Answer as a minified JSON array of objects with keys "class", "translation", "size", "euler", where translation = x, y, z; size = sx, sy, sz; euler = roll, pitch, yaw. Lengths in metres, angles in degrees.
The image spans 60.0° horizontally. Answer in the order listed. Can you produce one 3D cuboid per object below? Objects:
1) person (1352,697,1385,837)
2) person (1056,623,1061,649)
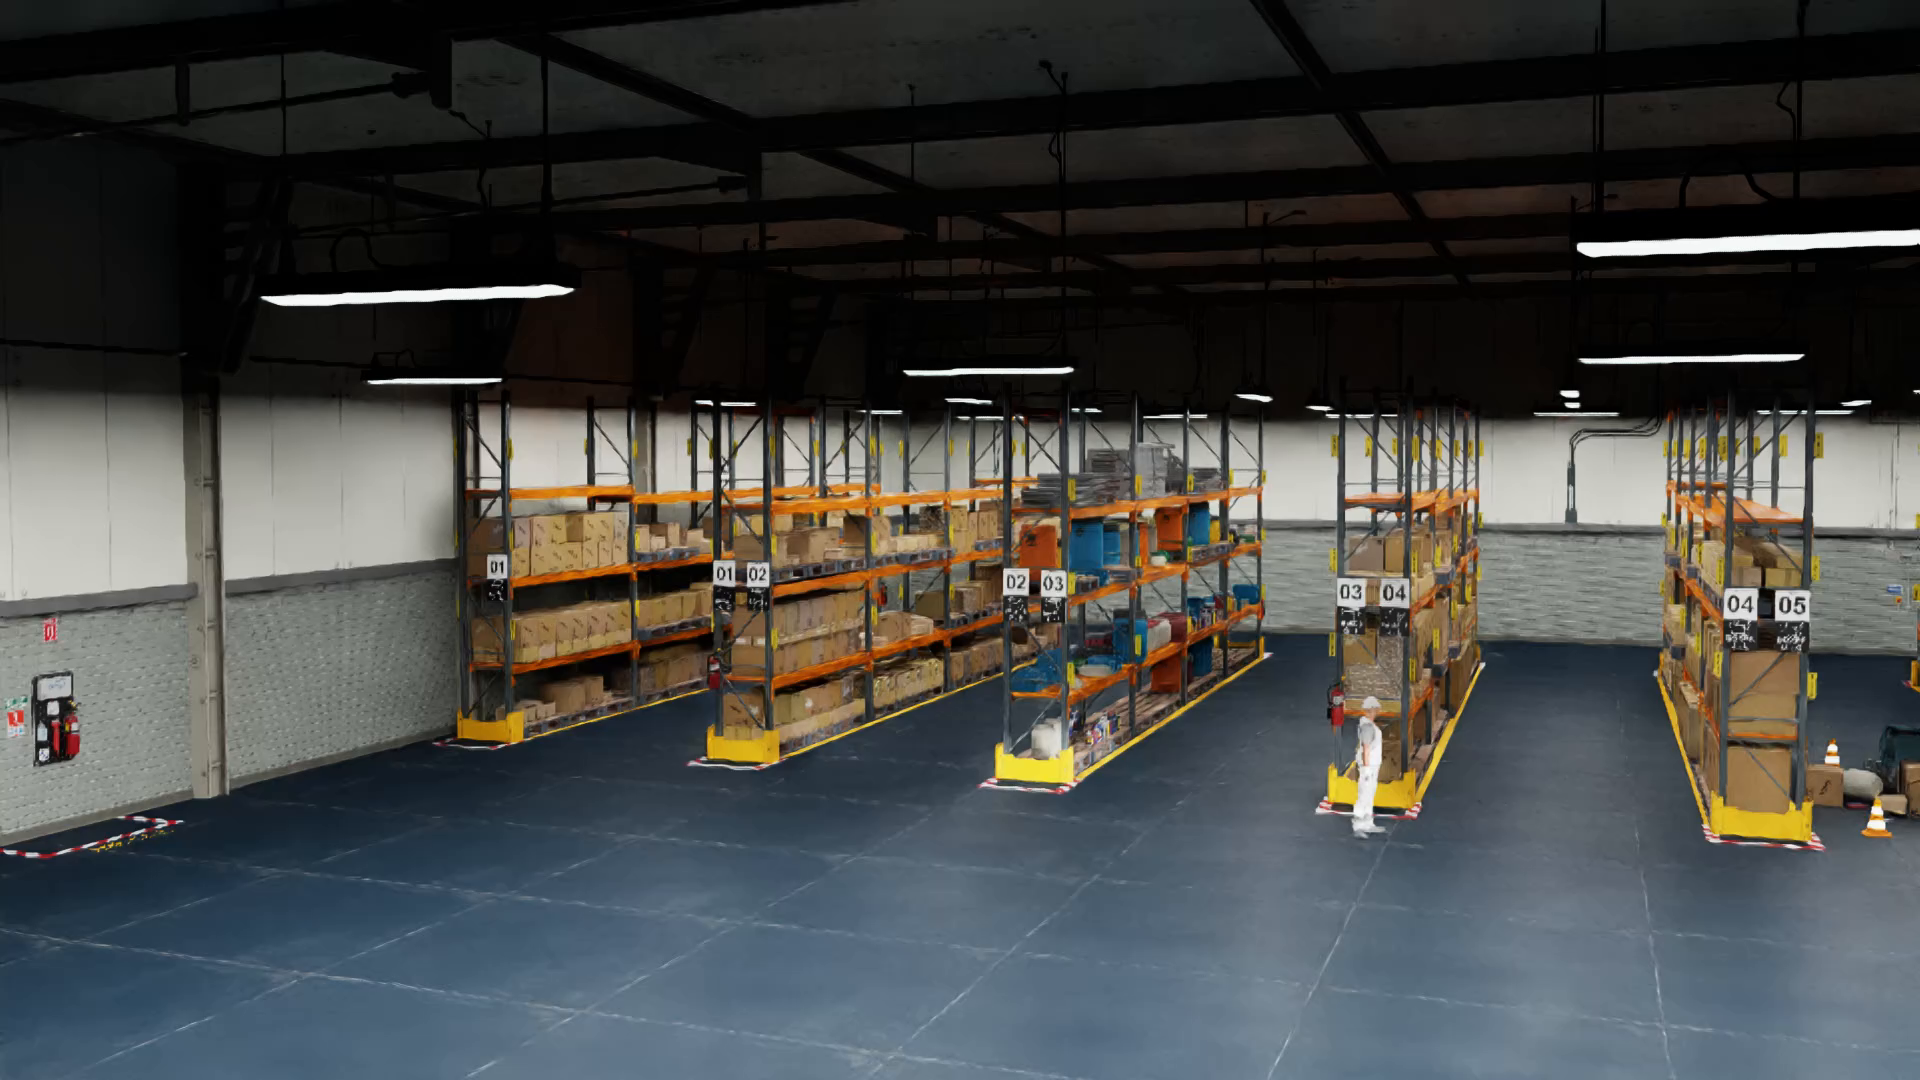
[{"class":"person","translation":[5.287,2.915,21.474],"size":[0.404,1.785,0.649],"euler":[1,3,18]},{"class":"person","translation":[2.422,2.013,38.698],"size":[0.384,1.678,0.590],"euler":[1,3,11]}]
